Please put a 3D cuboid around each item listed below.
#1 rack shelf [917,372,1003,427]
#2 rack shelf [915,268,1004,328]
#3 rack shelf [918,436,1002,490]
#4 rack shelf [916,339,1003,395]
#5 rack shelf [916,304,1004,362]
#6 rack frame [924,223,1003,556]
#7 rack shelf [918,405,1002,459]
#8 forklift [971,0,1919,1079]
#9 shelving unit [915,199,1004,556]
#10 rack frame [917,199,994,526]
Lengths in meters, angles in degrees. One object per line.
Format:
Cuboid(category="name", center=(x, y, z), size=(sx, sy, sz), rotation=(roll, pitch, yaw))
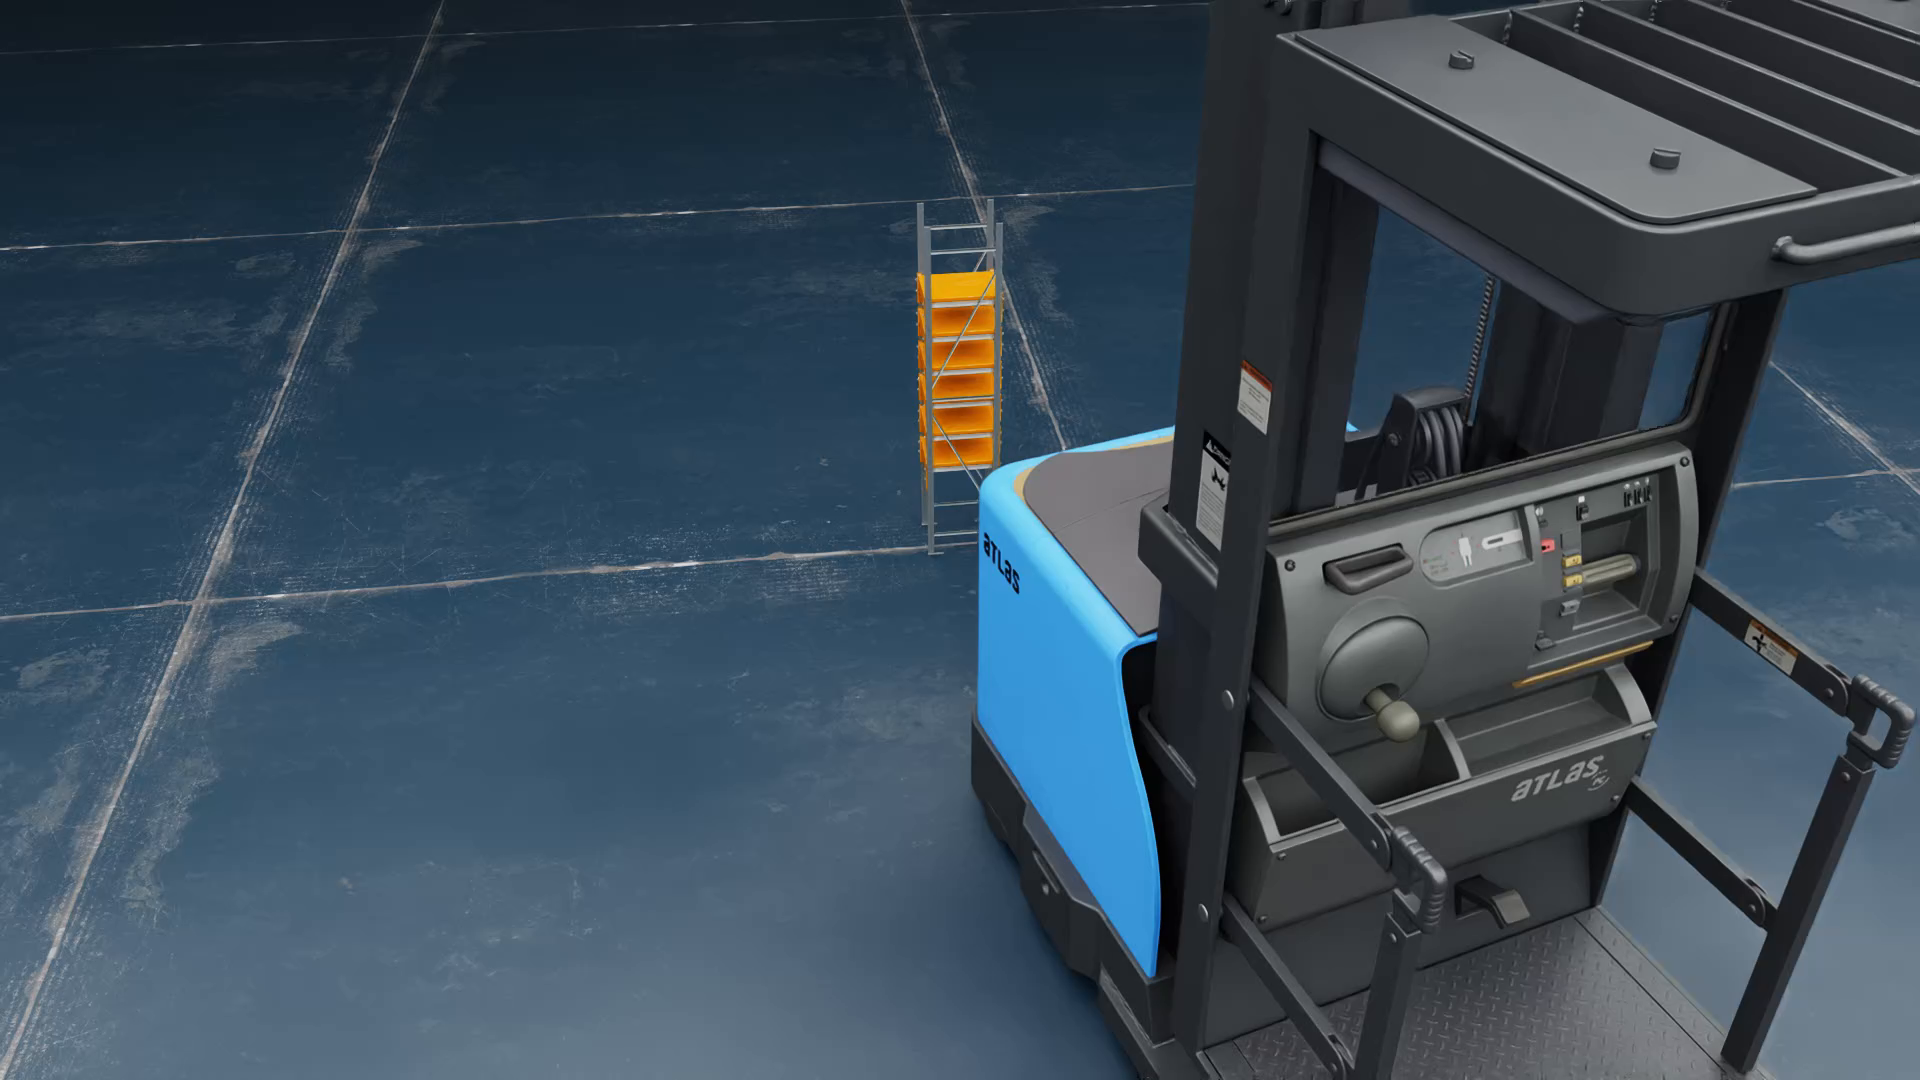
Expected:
Cuboid(category="rack shelf", center=(-0.002, -0.467, 5.449), size=(0.258, 0.103, 0.180), rotation=(-4, 35, -6))
Cuboid(category="rack shelf", center=(-0.002, -0.765, 5.246), size=(0.258, 0.103, 0.180), rotation=(-4, 35, -6))
Cuboid(category="rack shelf", center=(-0.002, -0.269, 5.584), size=(0.258, 0.103, 0.180), rotation=(-4, 35, -6))
Cuboid(category="rack shelf", center=(-0.002, -0.566, 5.381), size=(0.258, 0.103, 0.180), rotation=(-4, 35, -6))
Cuboid(category="rack shelf", center=(-0.002, -0.665, 5.314), size=(0.258, 0.103, 0.180), rotation=(-4, 35, -6))
Cuboid(category="rack frame", center=(0.010, -0.453, 5.349), size=(0.240, 1.200, 0.006), rotation=(-4, 35, -6))
Cuboid(category="rack shelf", center=(-0.002, -0.368, 5.517), size=(0.258, 0.103, 0.180), rotation=(-4, 35, -6))
Cuboid(category="forklift", center=(1.074, 0.157, 2.918), size=(1.130, 2.935, 3.031), rotation=(-13, 37, -19))
Cuboid(category="shelving unit", center=(-0.002, -0.504, 5.424), size=(0.258, 1.200, 0.189), rotation=(-4, 35, -6))
Cuboid(category="rack frame", center=(-0.014, -0.555, 5.499), size=(0.240, 1.200, 0.006), rotation=(-4, 35, -6))
